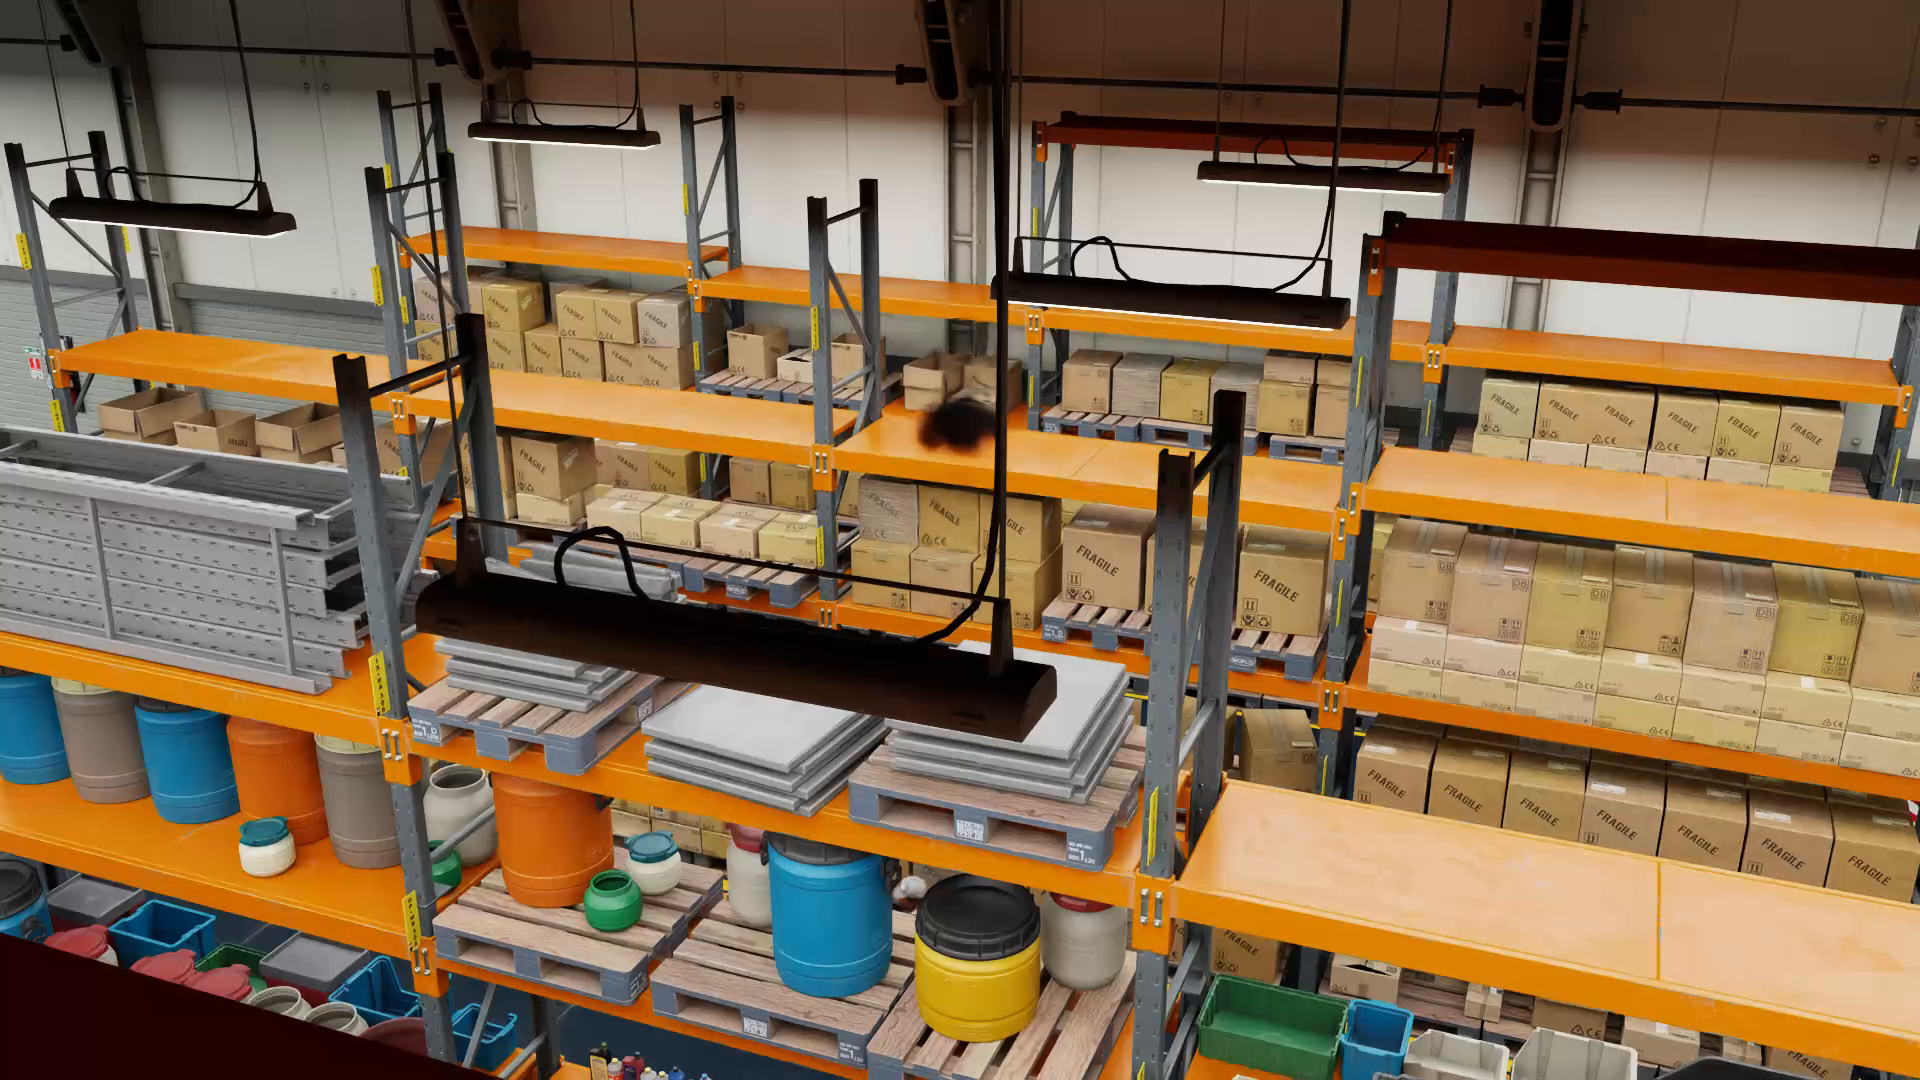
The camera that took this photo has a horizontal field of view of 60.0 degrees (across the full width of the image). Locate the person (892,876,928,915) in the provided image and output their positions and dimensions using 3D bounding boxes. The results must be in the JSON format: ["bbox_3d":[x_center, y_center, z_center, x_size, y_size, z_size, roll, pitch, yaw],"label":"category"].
[{"bbox_3d":[-0.017,3.152,11.944,0.988,1.632,0.631,0,21,1],"label":"person"}]
